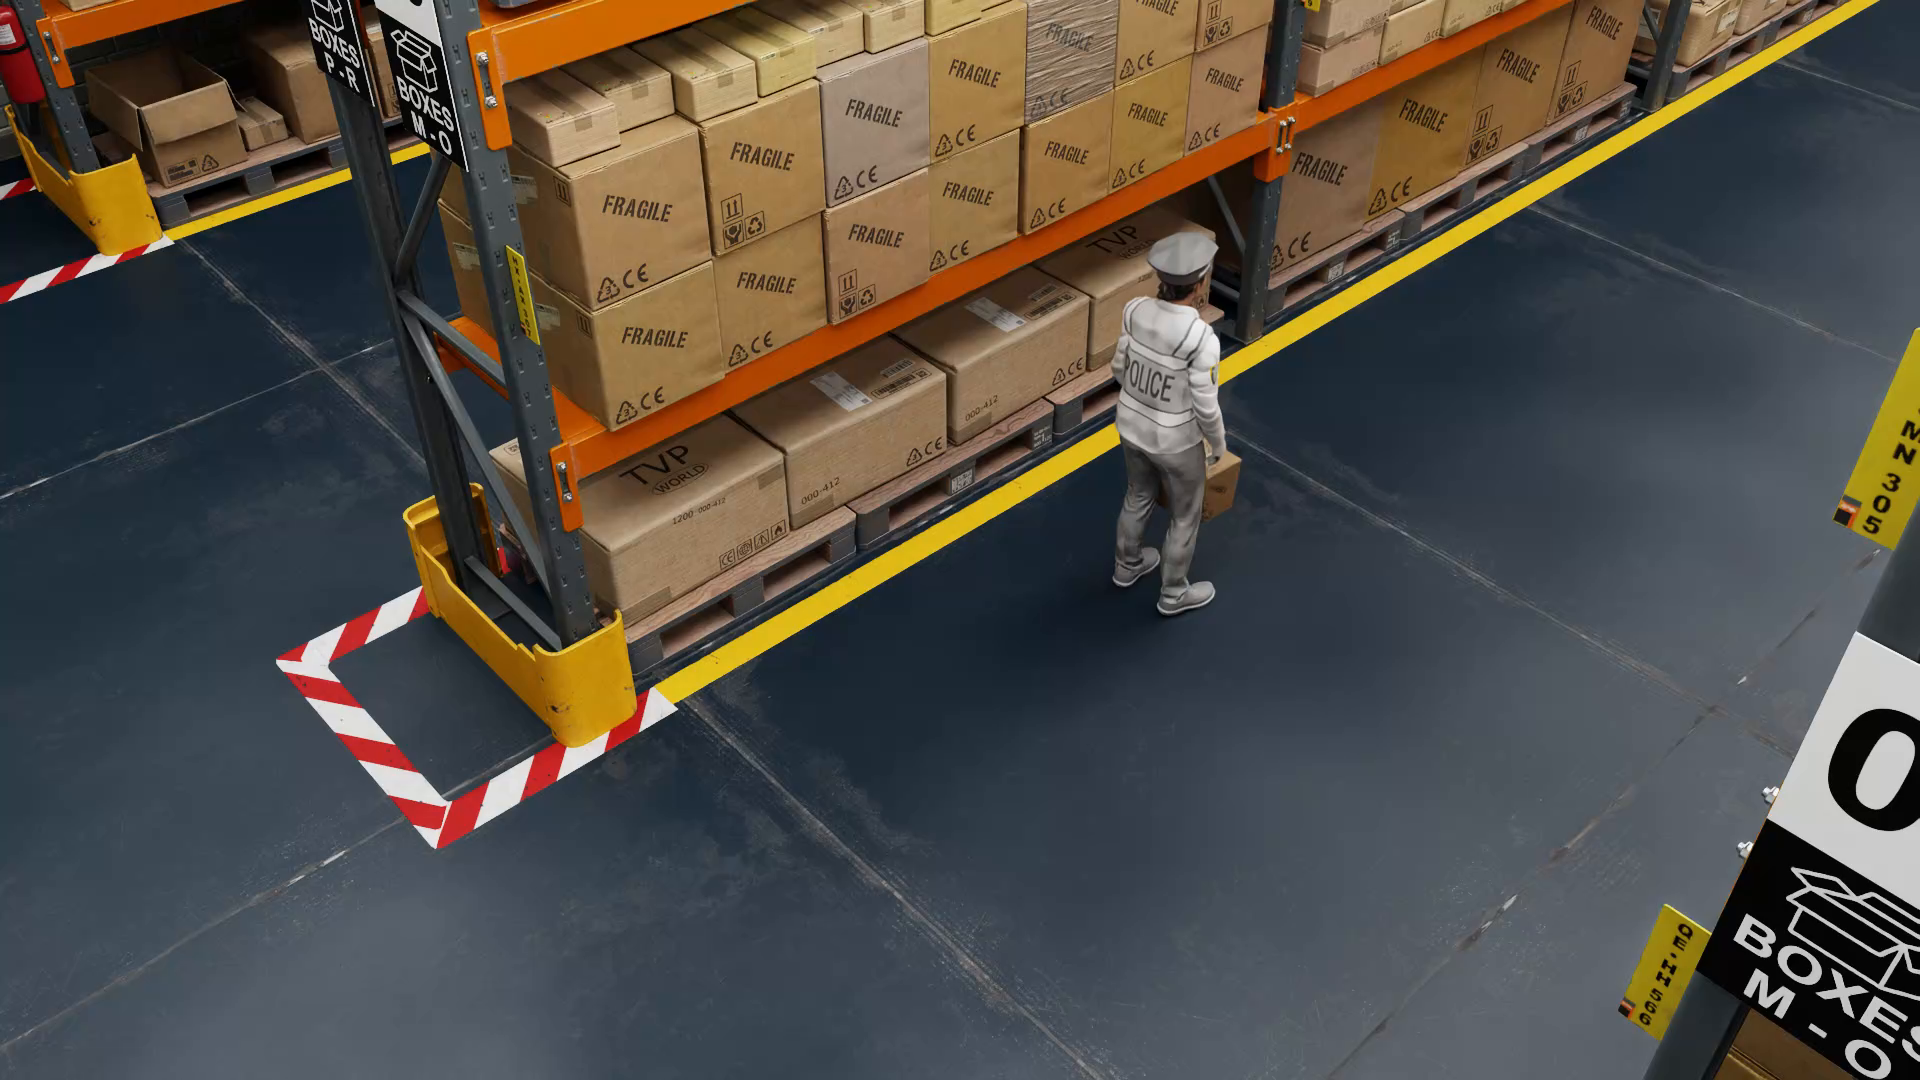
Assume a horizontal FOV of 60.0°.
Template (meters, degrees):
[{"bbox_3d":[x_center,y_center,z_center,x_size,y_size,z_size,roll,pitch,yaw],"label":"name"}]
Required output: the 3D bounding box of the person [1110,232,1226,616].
[{"bbox_3d":[0.820,-0.433,6.665,0.359,1.668,0.509,-32,49,-32],"label":"person"}]
